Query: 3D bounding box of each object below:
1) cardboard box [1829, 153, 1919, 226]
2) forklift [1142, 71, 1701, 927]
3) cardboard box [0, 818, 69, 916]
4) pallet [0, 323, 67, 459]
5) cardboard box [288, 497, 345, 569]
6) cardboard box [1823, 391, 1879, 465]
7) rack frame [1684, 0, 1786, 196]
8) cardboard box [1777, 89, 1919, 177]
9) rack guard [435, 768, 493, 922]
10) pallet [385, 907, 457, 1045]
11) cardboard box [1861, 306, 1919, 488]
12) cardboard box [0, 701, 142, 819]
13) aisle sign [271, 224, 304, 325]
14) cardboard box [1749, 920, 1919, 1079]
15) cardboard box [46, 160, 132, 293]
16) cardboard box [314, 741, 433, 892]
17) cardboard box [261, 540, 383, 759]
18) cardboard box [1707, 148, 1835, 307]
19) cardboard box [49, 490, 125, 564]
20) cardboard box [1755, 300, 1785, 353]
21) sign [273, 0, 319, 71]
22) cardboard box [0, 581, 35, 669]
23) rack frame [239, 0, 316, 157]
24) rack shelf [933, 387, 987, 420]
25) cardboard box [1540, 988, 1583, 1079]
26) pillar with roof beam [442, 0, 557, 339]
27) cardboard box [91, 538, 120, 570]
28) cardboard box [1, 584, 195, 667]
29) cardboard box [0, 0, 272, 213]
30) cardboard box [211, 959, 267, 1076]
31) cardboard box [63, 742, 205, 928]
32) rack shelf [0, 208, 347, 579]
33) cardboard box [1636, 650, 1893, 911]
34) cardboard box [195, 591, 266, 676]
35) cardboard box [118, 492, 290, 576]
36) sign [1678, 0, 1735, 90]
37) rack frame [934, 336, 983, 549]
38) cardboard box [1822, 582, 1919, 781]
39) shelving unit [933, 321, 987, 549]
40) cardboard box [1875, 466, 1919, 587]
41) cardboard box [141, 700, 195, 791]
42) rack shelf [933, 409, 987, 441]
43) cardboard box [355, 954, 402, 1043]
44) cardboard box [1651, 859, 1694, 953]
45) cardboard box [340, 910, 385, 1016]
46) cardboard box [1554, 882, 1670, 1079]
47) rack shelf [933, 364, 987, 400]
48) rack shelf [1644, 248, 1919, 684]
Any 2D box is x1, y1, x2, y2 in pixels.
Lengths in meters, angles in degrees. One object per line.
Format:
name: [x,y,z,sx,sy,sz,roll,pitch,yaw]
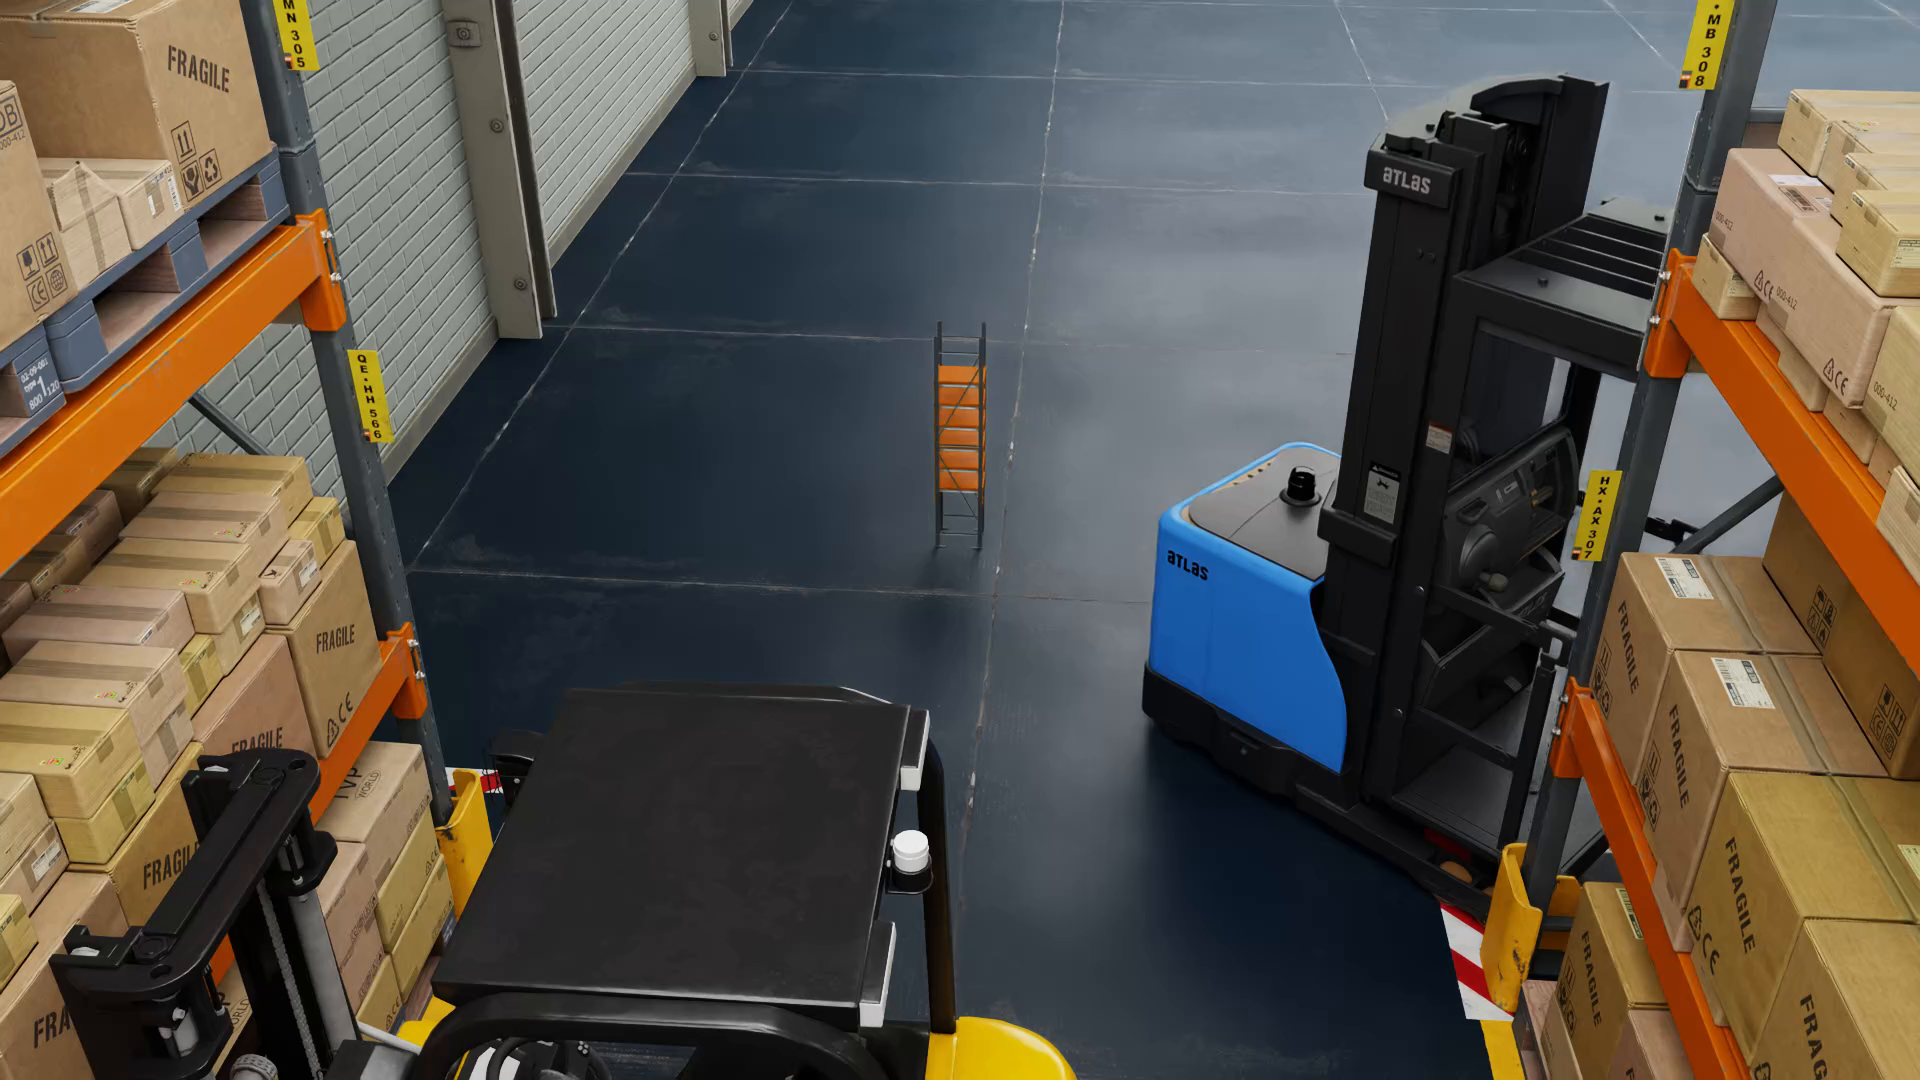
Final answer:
cardboard box: [2.209,-0.754,3.735,0.380,0.149,0.250,2,32,4]
forklift: [2.198,-0.066,6.064,1.130,2.935,3.031,-27,41,-36]
cardboard box: [-2.359,0.781,3.910,0.380,0.149,0.250,2,32,4]
pallet: [-2.600,-0.123,3.316,1.003,0.211,1.213,2,32,4]
cardboard box: [-2.169,-0.018,5.206,0.380,0.149,0.250,3,32,5]
cardboard box: [2.194,-0.284,3.732,0.380,0.149,0.250,2,32,4]
rack frame: [2.528,-2.236,3.801,1.000,3.000,0.127,2,32,4]
cardboard box: [2.296,-1.015,4.158,0.380,0.149,0.250,2,32,4]
rack guard: [-2.418,1.159,6.392,1.175,0.500,0.348,2,32,4]
pallet: [-2.440,1.696,5.796,1.003,0.211,1.213,2,32,4]
cardboard box: [2.153,-0.236,3.275,0.500,0.250,0.500,3,32,5]
cardboard box: [-2.243,0.530,4.033,0.380,0.149,0.250,3,32,5]
aisle sign: [-2.121,-1.021,5.070,0.394,0.787,0.004,2,32,4]
cardboard box: [2.100,1.188,3.584,0.500,0.500,0.500,2,32,3]
cardboard box: [-2.205,-0.755,3.889,0.396,0.266,0.258,3,32,4]
cardboard box: [-2.146,0.928,5.653,0.500,0.250,0.500,3,32,6]
cardboard box: [-2.198,0.334,5.254,0.500,0.500,0.500,2,32,3]
cardboard box: [2.221,-0.770,4.141,0.500,0.250,0.500,2,32,3]
cardboard box: [-2.744,-0.035,4.950,0.380,0.149,0.250,4,32,6]
cardboard box: [2.245,-0.552,4.166,0.380,0.149,0.250,1,32,2]
sign: [-1.880,-1.482,4.668,0.100,0.325,0.005,2,32,4]
cardboard box: [-2.757,0.232,4.518,0.380,0.149,0.250,3,32,4]
rack frame: [-2.420,-2.446,4.142,1.000,3.000,0.127,2,32,4]
rack shelf: [0.001,-0.685,8.345,0.258,0.103,0.180,2,32,4]
cardboard box: [2.187,1.720,5.321,0.500,0.250,0.500,2,32,4]
pillar with roof beam: [1.405,-5.074,8.407,9.100,9.000,0.400,2,32,4]
cardboard box: [-2.662,0.087,5.036,0.380,0.149,0.250,2,32,4]
cardboard box: [-2.316,0.254,4.482,0.380,0.149,0.250,3,32,4]
cardboard box: [-2.213,-1.191,4.374,0.500,0.500,0.500,3,32,6]
cardboard box: [-2.213,1.459,4.790,0.500,0.250,0.500,3,32,5]
cardboard box: [-2.291,0.873,4.380,0.500,0.500,0.500,2,32,3]
rack shelf: [-2.582,0.183,3.421,1.077,0.370,4.000,2,32,4]
cardboard box: [2.174,0.655,4.449,0.500,0.500,0.500,3,32,5]
cardboard box: [-2.242,0.250,4.771,0.380,0.149,0.250,3,32,5]
cardboard box: [-2.228,-0.011,4.912,0.380,0.149,0.250,3,32,4]
sign: [1.987,-1.354,4.397,0.100,0.325,0.005,2,32,4]
rack frame: [-0.006,-0.471,8.370,0.240,1.200,0.006,2,32,4]
cardboard box: [2.655,0.264,4.131,0.700,0.500,0.500,3,32,4]
shelving unit: [0.001,-0.518,8.447,0.258,1.200,0.189,2,32,4]
cardboard box: [2.076,-0.017,3.299,0.380,0.149,0.250,3,32,5]
cardboard box: [-2.248,0.521,4.332,0.380,0.149,0.250,1,32,2]
rack shelf: [0.001,-0.583,8.408,0.258,0.103,0.180,2,32,4]
cardboard box: [-2.193,1.618,5.486,0.500,0.250,0.500,2,32,4]
cardboard box: [2.119,0.992,4.521,0.380,0.149,0.250,3,32,5]
cardboard box: [-2.199,1.416,5.337,0.500,0.250,0.500,2,32,4]
cardboard box: [2.185,1.413,5.104,0.500,0.500,0.500,1,32,2]
rack shelf: [0.001,-0.787,8.282,0.258,0.103,0.180,2,32,4]
rack shelf: [2.365,0.393,3.080,1.077,0.370,4.000,2,32,4]
